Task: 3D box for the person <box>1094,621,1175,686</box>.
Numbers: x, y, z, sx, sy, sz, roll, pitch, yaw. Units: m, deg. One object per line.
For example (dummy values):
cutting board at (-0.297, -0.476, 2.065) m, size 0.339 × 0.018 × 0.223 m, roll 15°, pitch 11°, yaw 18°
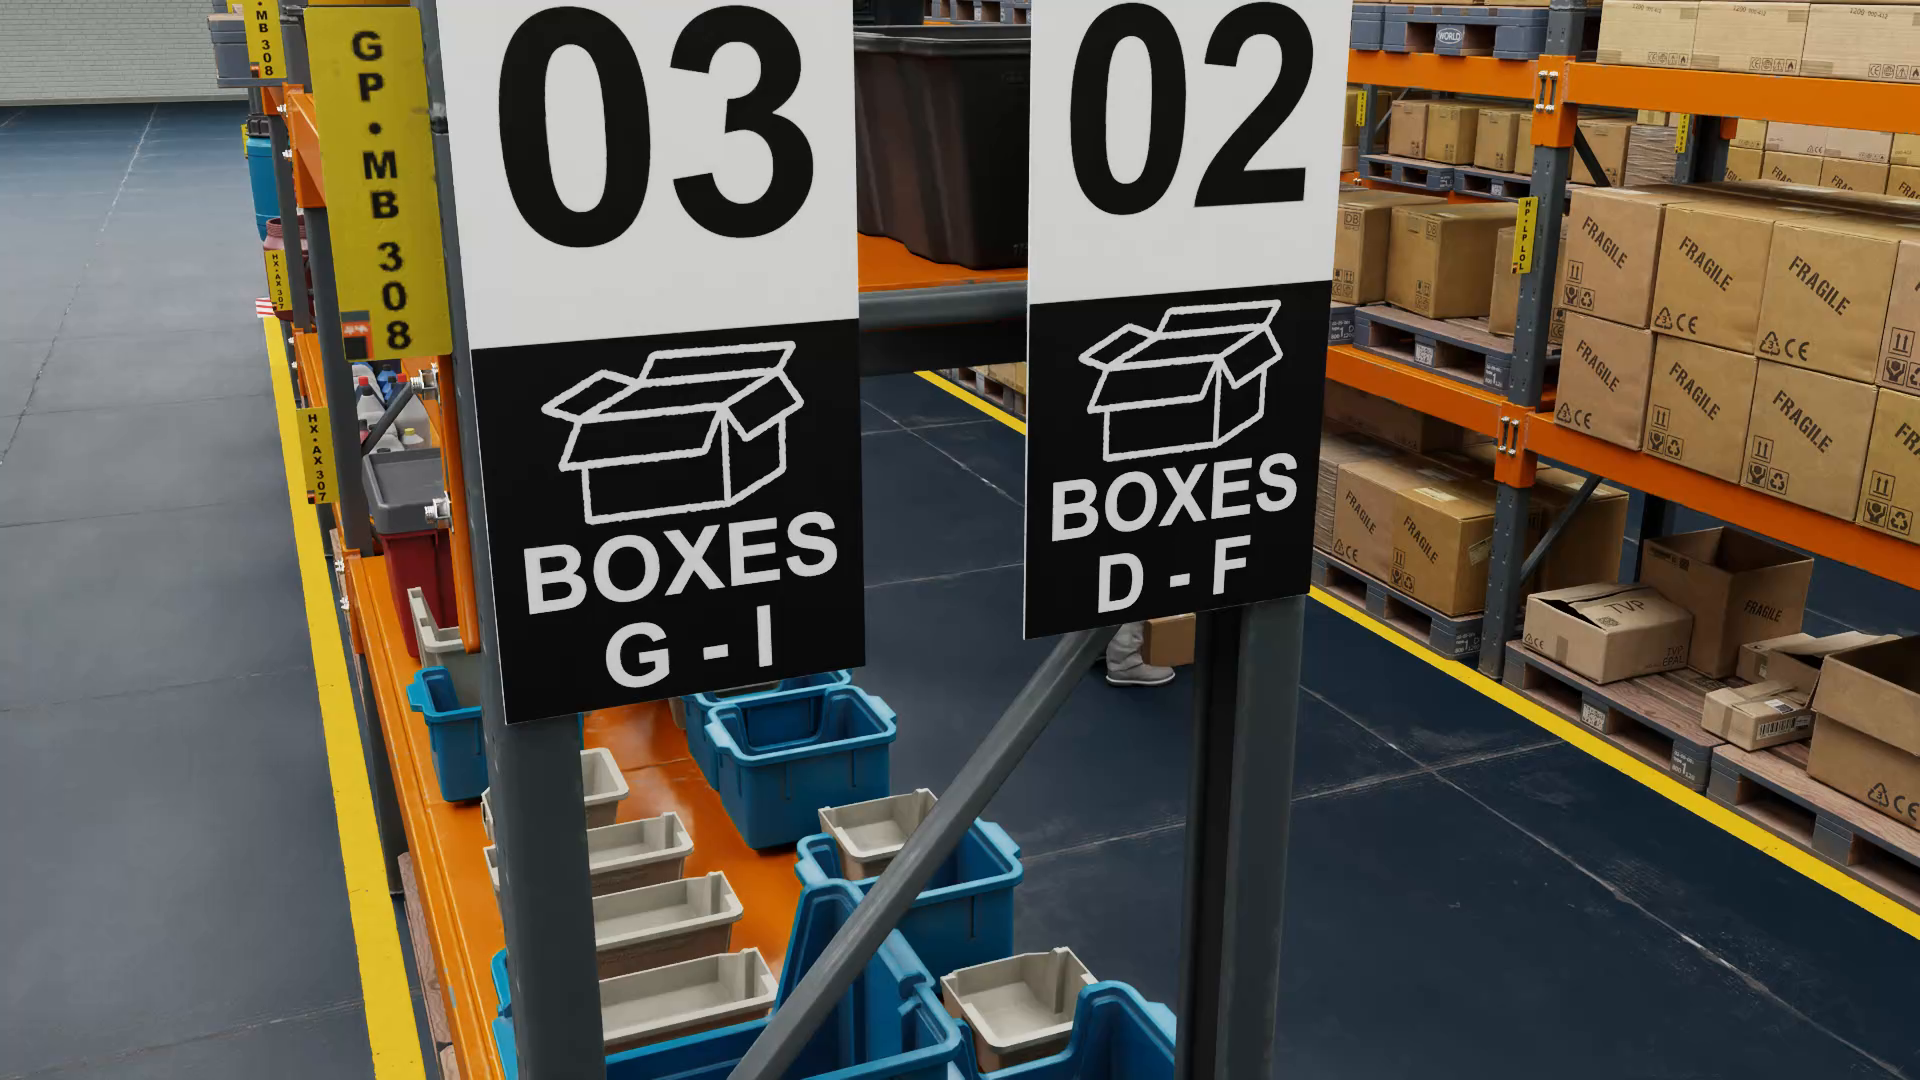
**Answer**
person at (0.712, -0.218, 7.689) m, size 0.429 × 1.751 × 0.606 m, roll -9°, pitch 21°, yaw -25°
